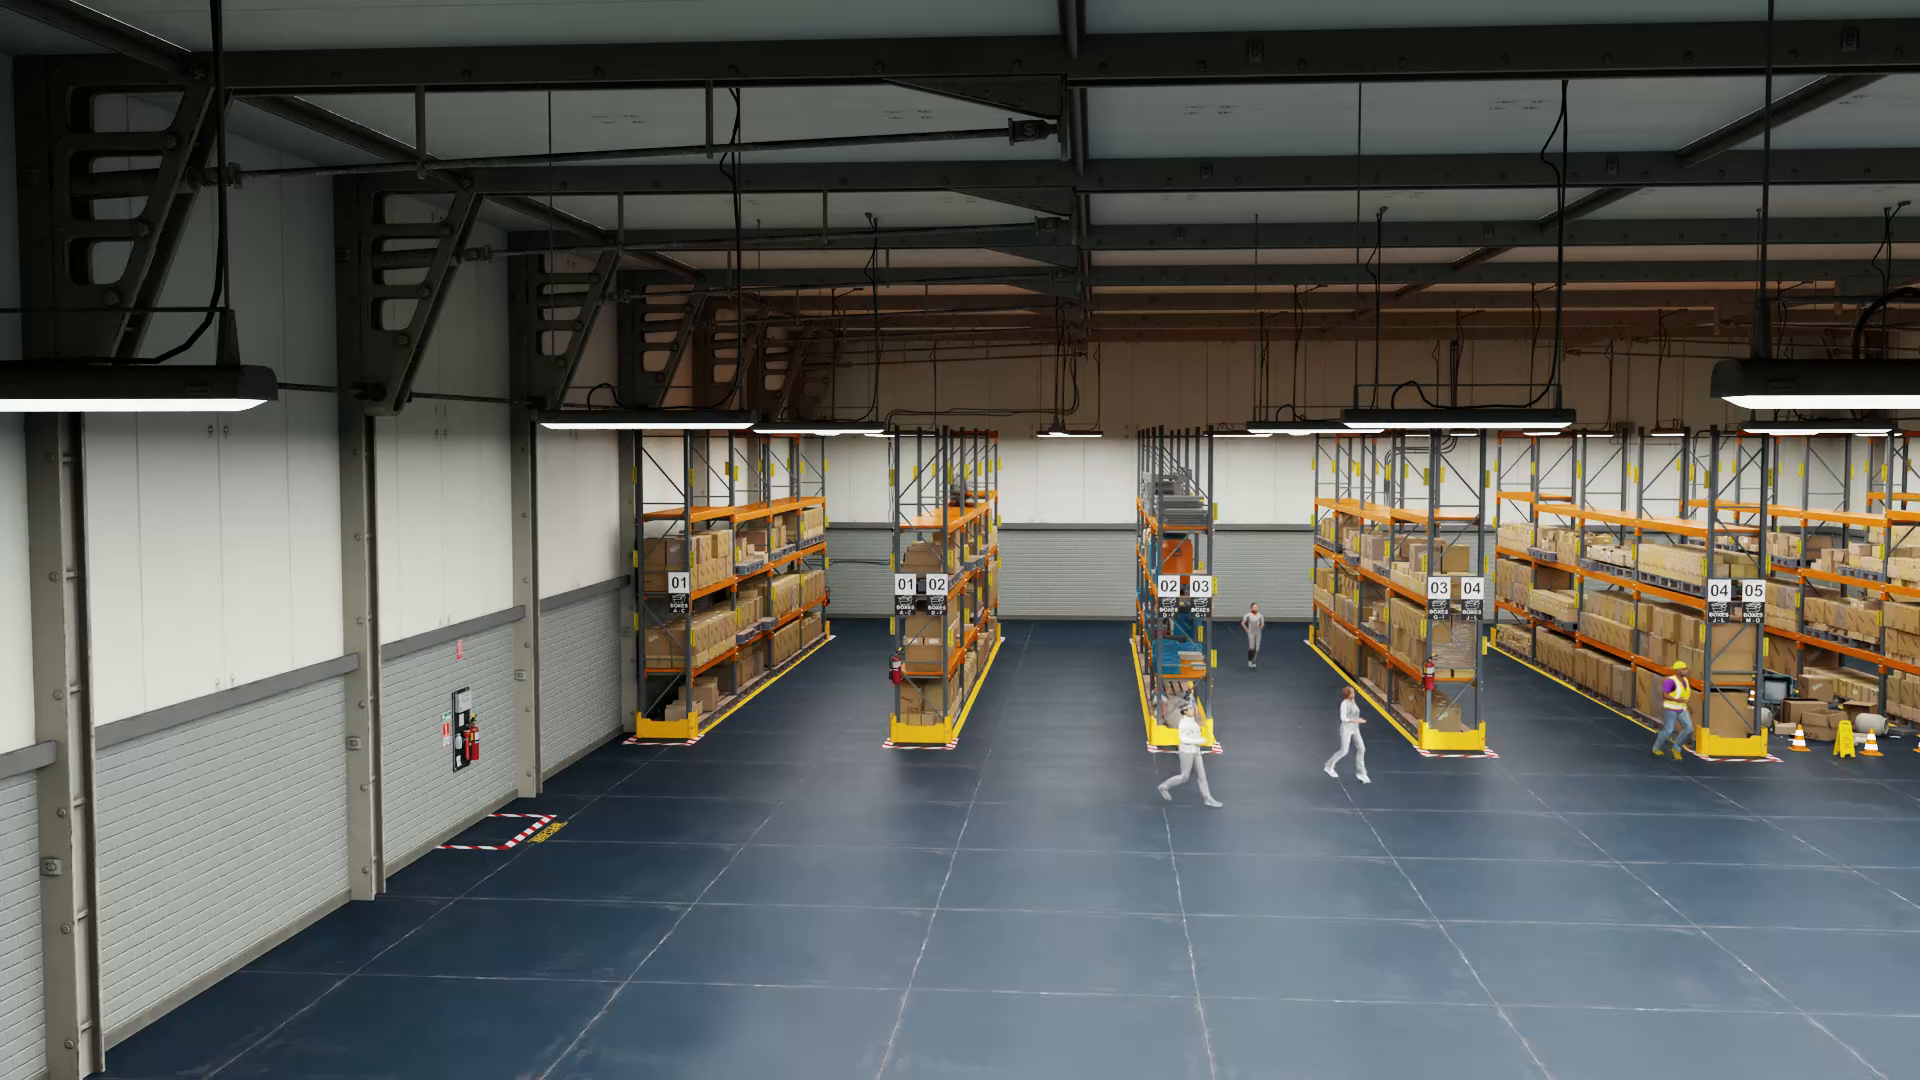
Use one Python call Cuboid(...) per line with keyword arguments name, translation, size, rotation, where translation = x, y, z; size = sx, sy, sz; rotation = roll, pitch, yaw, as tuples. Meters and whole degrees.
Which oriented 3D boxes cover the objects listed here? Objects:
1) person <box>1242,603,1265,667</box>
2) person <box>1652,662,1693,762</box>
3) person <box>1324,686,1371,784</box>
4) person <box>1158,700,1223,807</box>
Cuboid(name="person", translation=(7.380, 2.387, 41.669), size=(0.552, 1.630, 0.572), rotation=(0, 3, -4))
Cuboid(name="person", translation=(12.833, 3.068, 29.785), size=(0.725, 1.799, 0.710), rotation=(-2, 4, -25))
Cuboid(name="person", translation=(6.506, 3.249, 27.888), size=(0.806, 1.625, 0.545), rotation=(3, 5, 41))
Cuboid(name="person", translation=(3.592, 3.307, 25.877), size=(1.022, 1.643, 0.626), rotation=(2, 4, 29))
